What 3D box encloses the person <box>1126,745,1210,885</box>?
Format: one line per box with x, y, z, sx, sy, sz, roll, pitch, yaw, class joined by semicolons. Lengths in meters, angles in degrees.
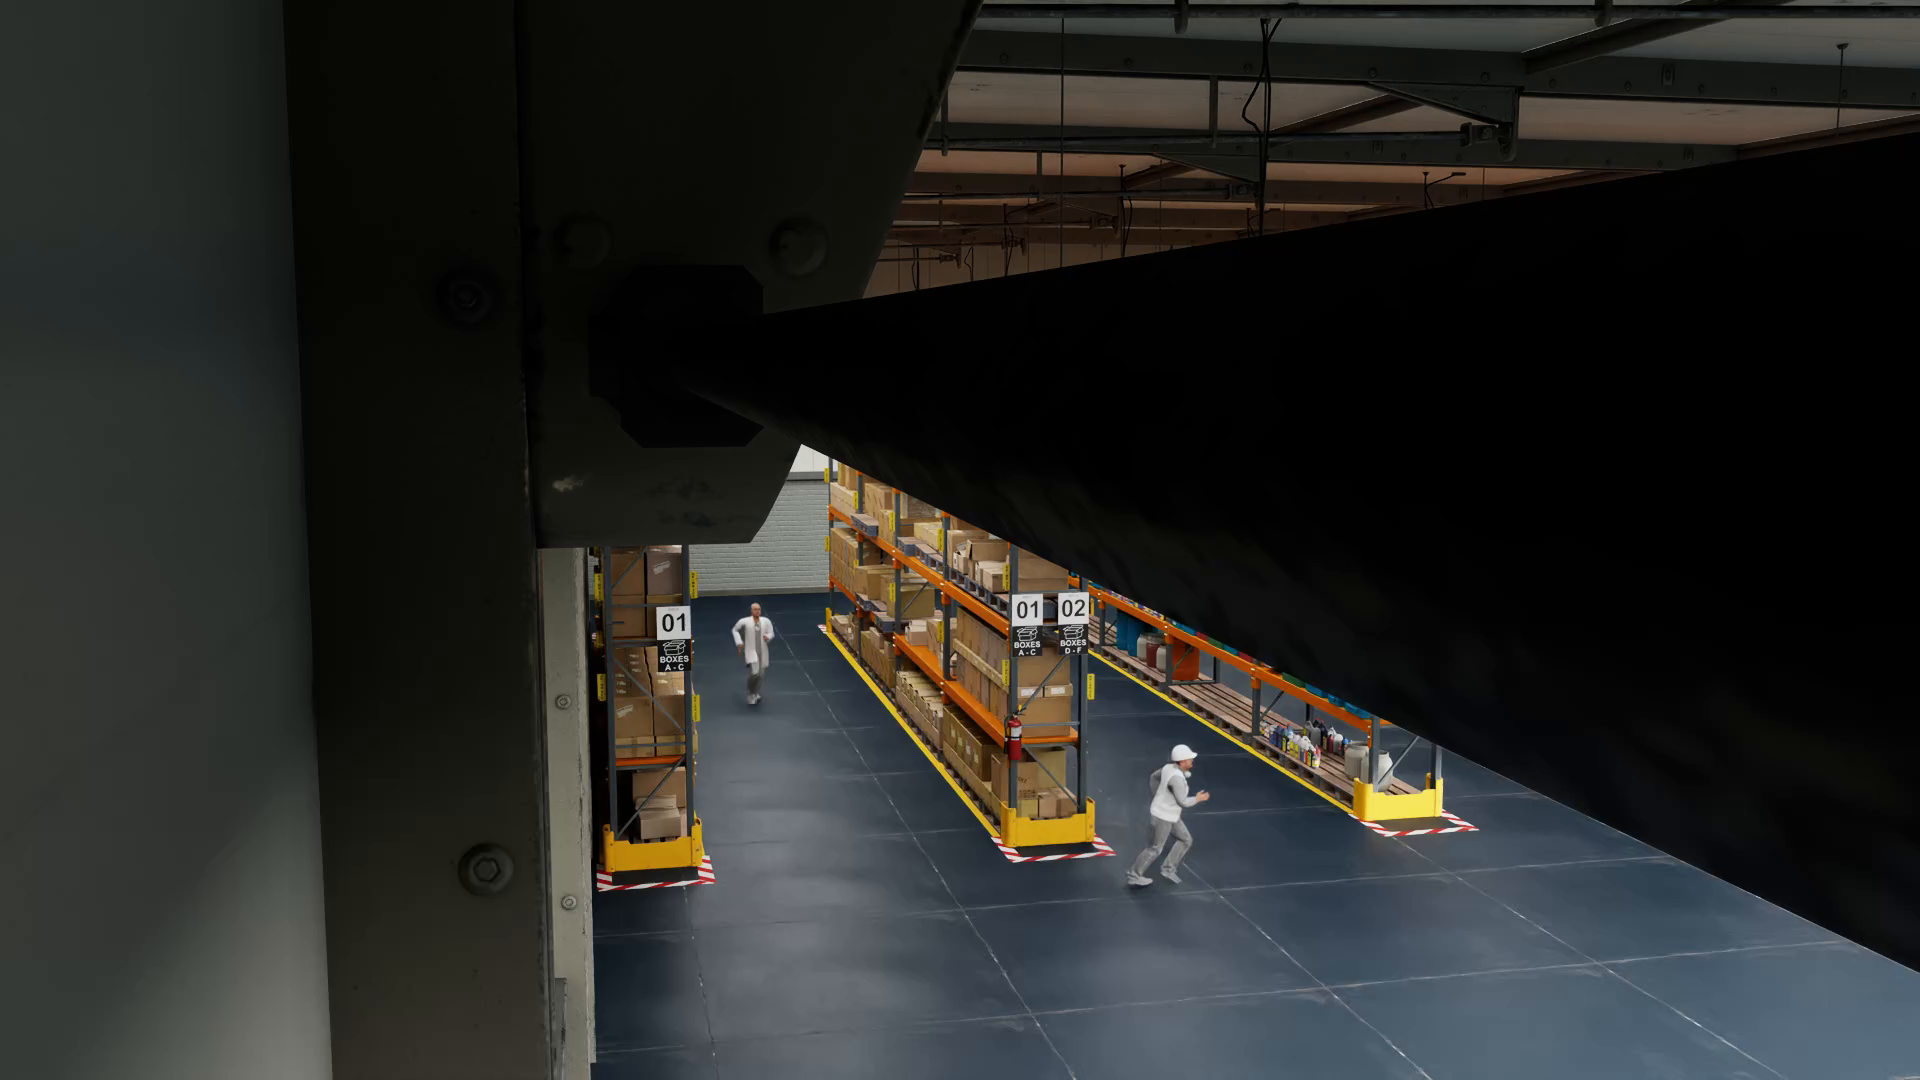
2.412;3.203;19.289;0.957;1.716;0.645;1;7;7;person

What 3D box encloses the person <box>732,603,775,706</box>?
-3.575;2.000;29.132;0.681;1.789;0.759;-3;8;-27;person
